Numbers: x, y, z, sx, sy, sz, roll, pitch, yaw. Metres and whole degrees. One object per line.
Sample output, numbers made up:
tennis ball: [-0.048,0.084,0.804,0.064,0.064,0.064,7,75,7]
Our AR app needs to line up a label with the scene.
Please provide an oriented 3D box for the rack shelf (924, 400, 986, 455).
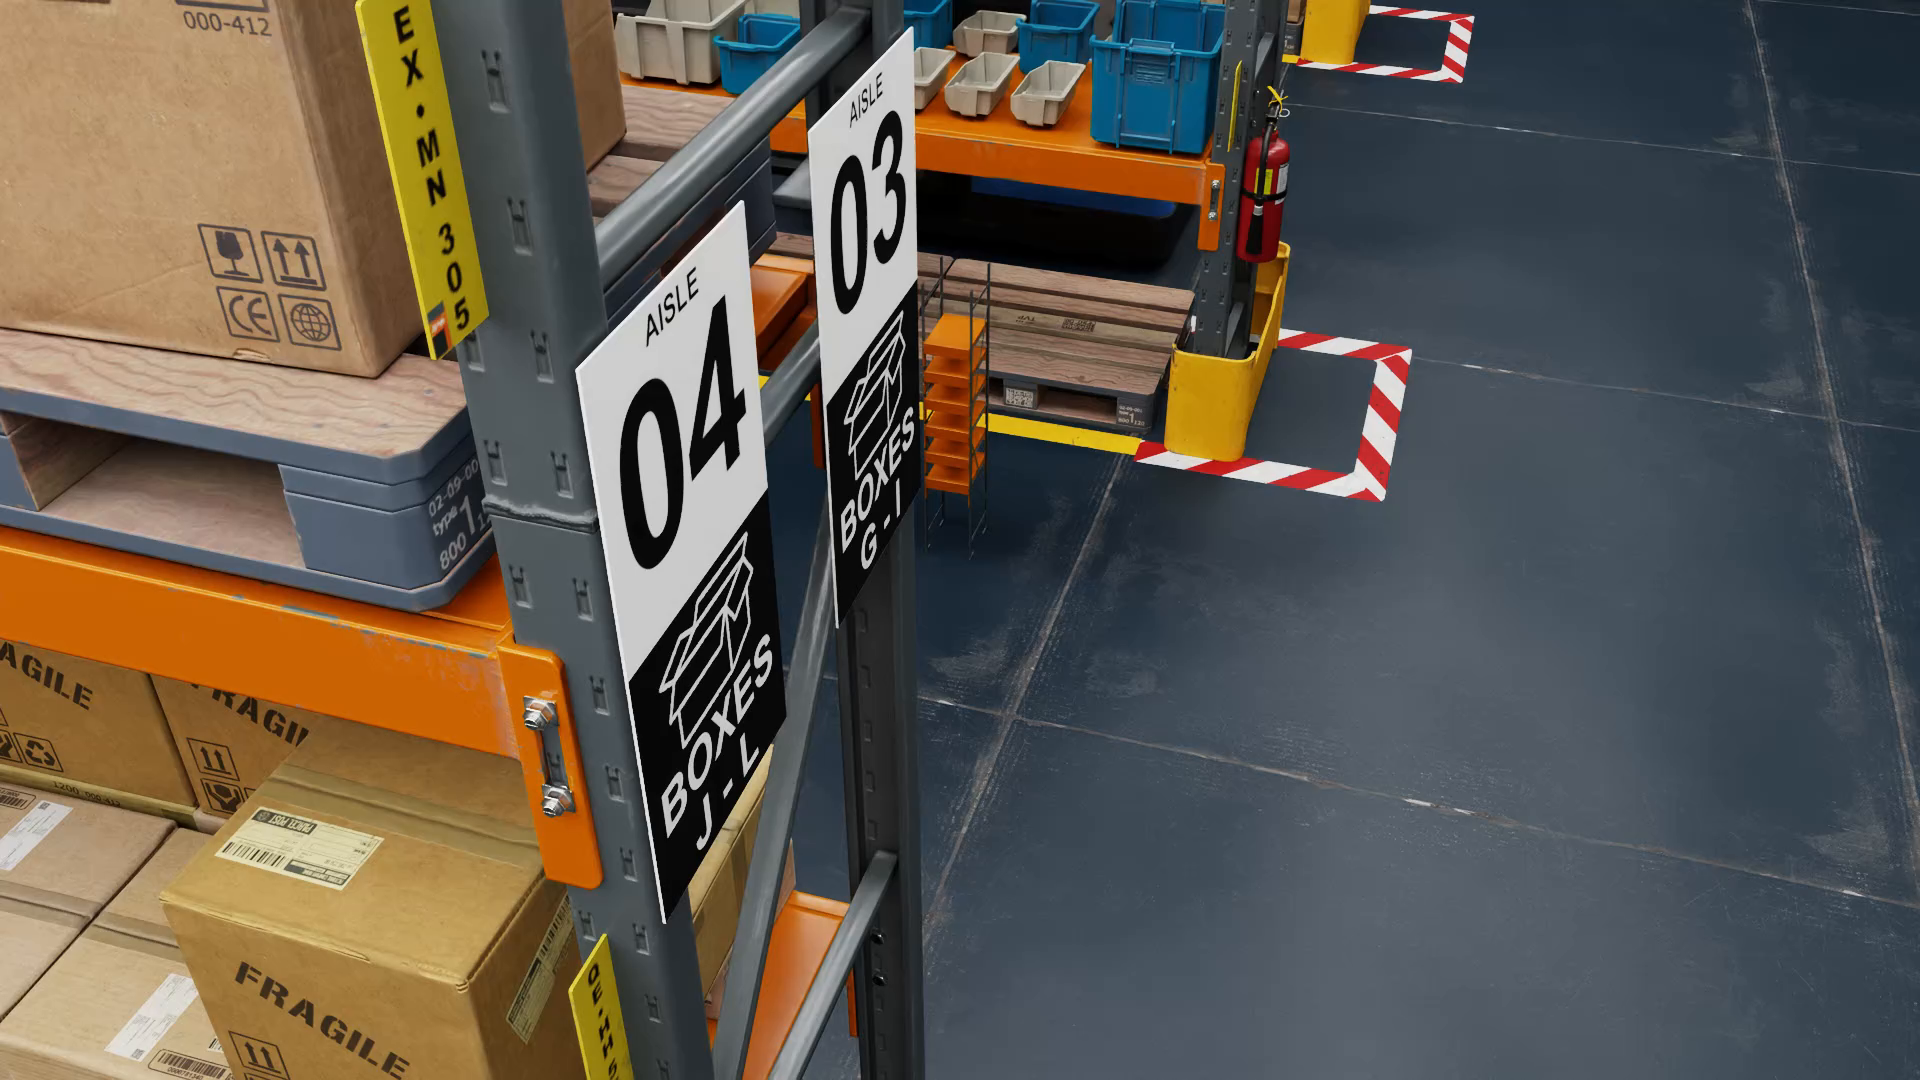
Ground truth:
rack shelf: [-0.014,-0.450,6.424,0.180,0.103,0.258,10,38,14]

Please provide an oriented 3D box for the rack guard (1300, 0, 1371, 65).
rack guard: [2.600,-3.703,11.359,0.348,0.500,1.175,10,38,14]

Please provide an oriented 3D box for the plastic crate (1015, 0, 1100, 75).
plastic crate: [0.426,-2.197,7.295,0.300,0.233,0.416,10,38,14]

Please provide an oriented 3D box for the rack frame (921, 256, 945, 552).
rack frame: [-0.101,-0.502,6.420,0.006,1.200,0.240,10,38,14]

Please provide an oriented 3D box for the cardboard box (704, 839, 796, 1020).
cardboard box: [-0.525,0.760,3.398,0.250,0.149,0.380,11,38,14]

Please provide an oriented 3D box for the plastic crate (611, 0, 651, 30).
plastic crate: [-1.477,-2.468,7.755,0.590,0.125,0.437,10,38,14]

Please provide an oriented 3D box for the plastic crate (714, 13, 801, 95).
plastic crate: [-0.845,-2.069,7.121,0.300,0.233,0.416,10,38,14]

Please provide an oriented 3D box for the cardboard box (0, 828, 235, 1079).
cardboard box: [-1.310,0.824,2.976,0.500,0.250,0.500,10,37,13]

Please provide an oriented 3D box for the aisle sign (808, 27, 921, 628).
aisle sign: [-0.127,-0.295,2.428,0.004,0.787,0.394,10,38,14]

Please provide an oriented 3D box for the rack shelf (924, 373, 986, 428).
rack shelf: [-0.014,-0.547,6.353,0.180,0.103,0.258,10,38,14]

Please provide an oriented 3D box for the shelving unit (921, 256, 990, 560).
shelving unit: [-0.014,-0.486,6.398,0.189,1.200,0.258,10,38,14]

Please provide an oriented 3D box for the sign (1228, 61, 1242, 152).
sign: [1.044,-1.645,6.317,0.005,0.325,0.100,10,38,14]

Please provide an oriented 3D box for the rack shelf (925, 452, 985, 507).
rack shelf: [-0.014,-0.257,6.566,0.180,0.103,0.258,10,38,14]

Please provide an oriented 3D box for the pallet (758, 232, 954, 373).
pallet: [-0.744,-1.155,8.141,1.213,0.211,1.003,10,38,14]

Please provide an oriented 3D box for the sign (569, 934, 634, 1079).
sign: [-0.460,0.651,2.158,0.005,0.325,0.100,10,38,14]

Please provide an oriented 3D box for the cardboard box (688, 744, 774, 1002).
cardboard box: [-0.662,0.612,3.264,0.500,0.250,0.500,10,37,13]

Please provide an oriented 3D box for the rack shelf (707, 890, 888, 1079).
rack shelf: [-2.194,0.845,3.679,4.000,0.370,1.077,10,38,14]

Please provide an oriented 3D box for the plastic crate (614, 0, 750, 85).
plastic crate: [-1.223,-2.203,7.262,0.530,0.282,0.437,10,38,14]

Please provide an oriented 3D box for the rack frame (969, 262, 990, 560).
rack frame: [0.074,-0.470,6.376,0.006,1.200,0.240,10,38,14]

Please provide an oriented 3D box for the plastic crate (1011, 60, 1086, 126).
plastic crate: [0.360,-1.853,6.910,0.243,0.136,0.396,10,38,14]

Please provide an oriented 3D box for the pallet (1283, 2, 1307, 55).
pallet: [1.839,-3.726,11.635,1.213,0.211,1.003,10,38,14]

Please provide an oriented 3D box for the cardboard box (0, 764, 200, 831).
cardboard box: [-1.639,0.433,3.507,0.500,0.250,0.500,9,37,12]

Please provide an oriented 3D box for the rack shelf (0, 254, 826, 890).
rack shelf: [-2.194,-0.363,2.789,4.000,0.370,1.077,10,38,14]

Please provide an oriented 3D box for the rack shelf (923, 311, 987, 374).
rack shelf: [-0.014,-0.740,6.211,0.180,0.103,0.258,10,38,14]

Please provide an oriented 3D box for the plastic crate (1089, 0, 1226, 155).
plastic crate: [0.817,-1.886,6.701,0.499,0.435,0.616,10,38,14]

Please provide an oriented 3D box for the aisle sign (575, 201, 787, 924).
aisle sign: [-0.305,0.044,1.967,0.004,0.787,0.394,10,38,14]

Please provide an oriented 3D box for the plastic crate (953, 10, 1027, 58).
plastic crate: [0.126,-2.265,7.469,0.298,0.136,0.250,10,38,14]

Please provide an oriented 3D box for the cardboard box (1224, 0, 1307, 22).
cardboard box: [2.080,-3.823,11.151,0.500,0.500,0.500,10,38,14]

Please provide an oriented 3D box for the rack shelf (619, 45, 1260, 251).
rack shelf: [-0.717,-1.958,7.486,4.000,0.370,1.077,10,38,14]

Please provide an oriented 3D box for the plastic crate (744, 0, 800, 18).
plastic crate: [-0.874,-2.381,7.626,0.466,0.136,0.293,10,38,14]

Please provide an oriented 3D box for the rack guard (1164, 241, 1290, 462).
rack guard: [1.219,-0.890,7.538,0.348,0.500,1.175,10,38,14]

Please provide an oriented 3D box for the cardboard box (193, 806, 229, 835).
cardboard box: [-1.161,0.523,3.384,0.500,0.250,0.500,10,38,13]

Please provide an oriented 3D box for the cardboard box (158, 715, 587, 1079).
cardboard box: [-0.828,0.610,2.634,0.500,0.500,0.500,11,38,14]

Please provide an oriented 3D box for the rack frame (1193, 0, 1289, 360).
rack frame: [1.192,-1.894,6.793,0.127,3.000,1.000,10,38,14]

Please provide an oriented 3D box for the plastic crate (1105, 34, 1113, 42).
plastic crate: [0.773,-2.145,7.306,0.298,0.136,0.250,10,38,14]

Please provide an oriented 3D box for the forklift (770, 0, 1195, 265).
forklift: [-0.213,-3.121,8.517,3.031,2.935,1.130,11,38,15]

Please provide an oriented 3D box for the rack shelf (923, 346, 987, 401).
rack shelf: [-0.014,-0.643,6.282,0.180,0.103,0.258,10,38,14]

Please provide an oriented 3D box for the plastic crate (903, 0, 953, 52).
plastic crate: [-0.202,-2.313,7.453,0.300,0.233,0.416,10,38,14]

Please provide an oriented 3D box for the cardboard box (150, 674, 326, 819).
cardboard box: [-1.140,0.221,3.162,0.500,0.500,0.500,10,37,13]

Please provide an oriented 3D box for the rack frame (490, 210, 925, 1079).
rack frame: [-0.285,0.909,2.985,0.127,3.000,1.000,10,38,14]

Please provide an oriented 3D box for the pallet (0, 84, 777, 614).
pallet: [-0.996,-0.389,2.292,1.213,0.211,1.003,10,38,14]

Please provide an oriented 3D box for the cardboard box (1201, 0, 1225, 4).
cardboard box: [1.721,-3.811,11.417,0.250,0.166,0.380,10,38,14]

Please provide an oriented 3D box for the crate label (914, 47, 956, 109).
crate label: [-0.186,-1.948,7.038,0.243,0.136,0.396,10,38,14]

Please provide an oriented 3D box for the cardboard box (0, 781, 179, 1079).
cardboard box: [-1.796,0.734,3.098,0.500,0.250,0.500,9,37,12]

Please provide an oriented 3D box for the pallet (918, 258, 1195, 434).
pallet: [0.417,-0.939,7.847,1.213,0.211,1.003,10,38,14]

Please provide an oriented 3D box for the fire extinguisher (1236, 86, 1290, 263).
fire extinguisher: [1.201,-1.429,6.540,0.183,0.674,0.296,10,38,14]

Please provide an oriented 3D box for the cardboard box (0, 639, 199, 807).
cardboard box: [-1.636,0.133,3.282,0.500,0.500,0.500,10,37,13]

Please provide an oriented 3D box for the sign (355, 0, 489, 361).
sign: [-0.460,-0.320,1.443,0.005,0.325,0.100,10,38,14]

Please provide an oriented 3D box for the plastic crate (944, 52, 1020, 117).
plastic crate: [0.087,-1.913,6.990,0.243,0.136,0.396,10,38,14]

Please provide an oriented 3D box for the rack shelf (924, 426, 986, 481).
rack shelf: [-0.014,-0.353,6.495,0.180,0.103,0.258,10,38,14]

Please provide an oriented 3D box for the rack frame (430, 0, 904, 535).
rack frame: [-0.285,-1.508,1.207,0.127,3.000,1.000,10,38,14]

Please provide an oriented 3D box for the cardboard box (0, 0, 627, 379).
cardboard box: [-0.797,-0.611,1.996,0.500,0.500,0.700,8,37,11]
